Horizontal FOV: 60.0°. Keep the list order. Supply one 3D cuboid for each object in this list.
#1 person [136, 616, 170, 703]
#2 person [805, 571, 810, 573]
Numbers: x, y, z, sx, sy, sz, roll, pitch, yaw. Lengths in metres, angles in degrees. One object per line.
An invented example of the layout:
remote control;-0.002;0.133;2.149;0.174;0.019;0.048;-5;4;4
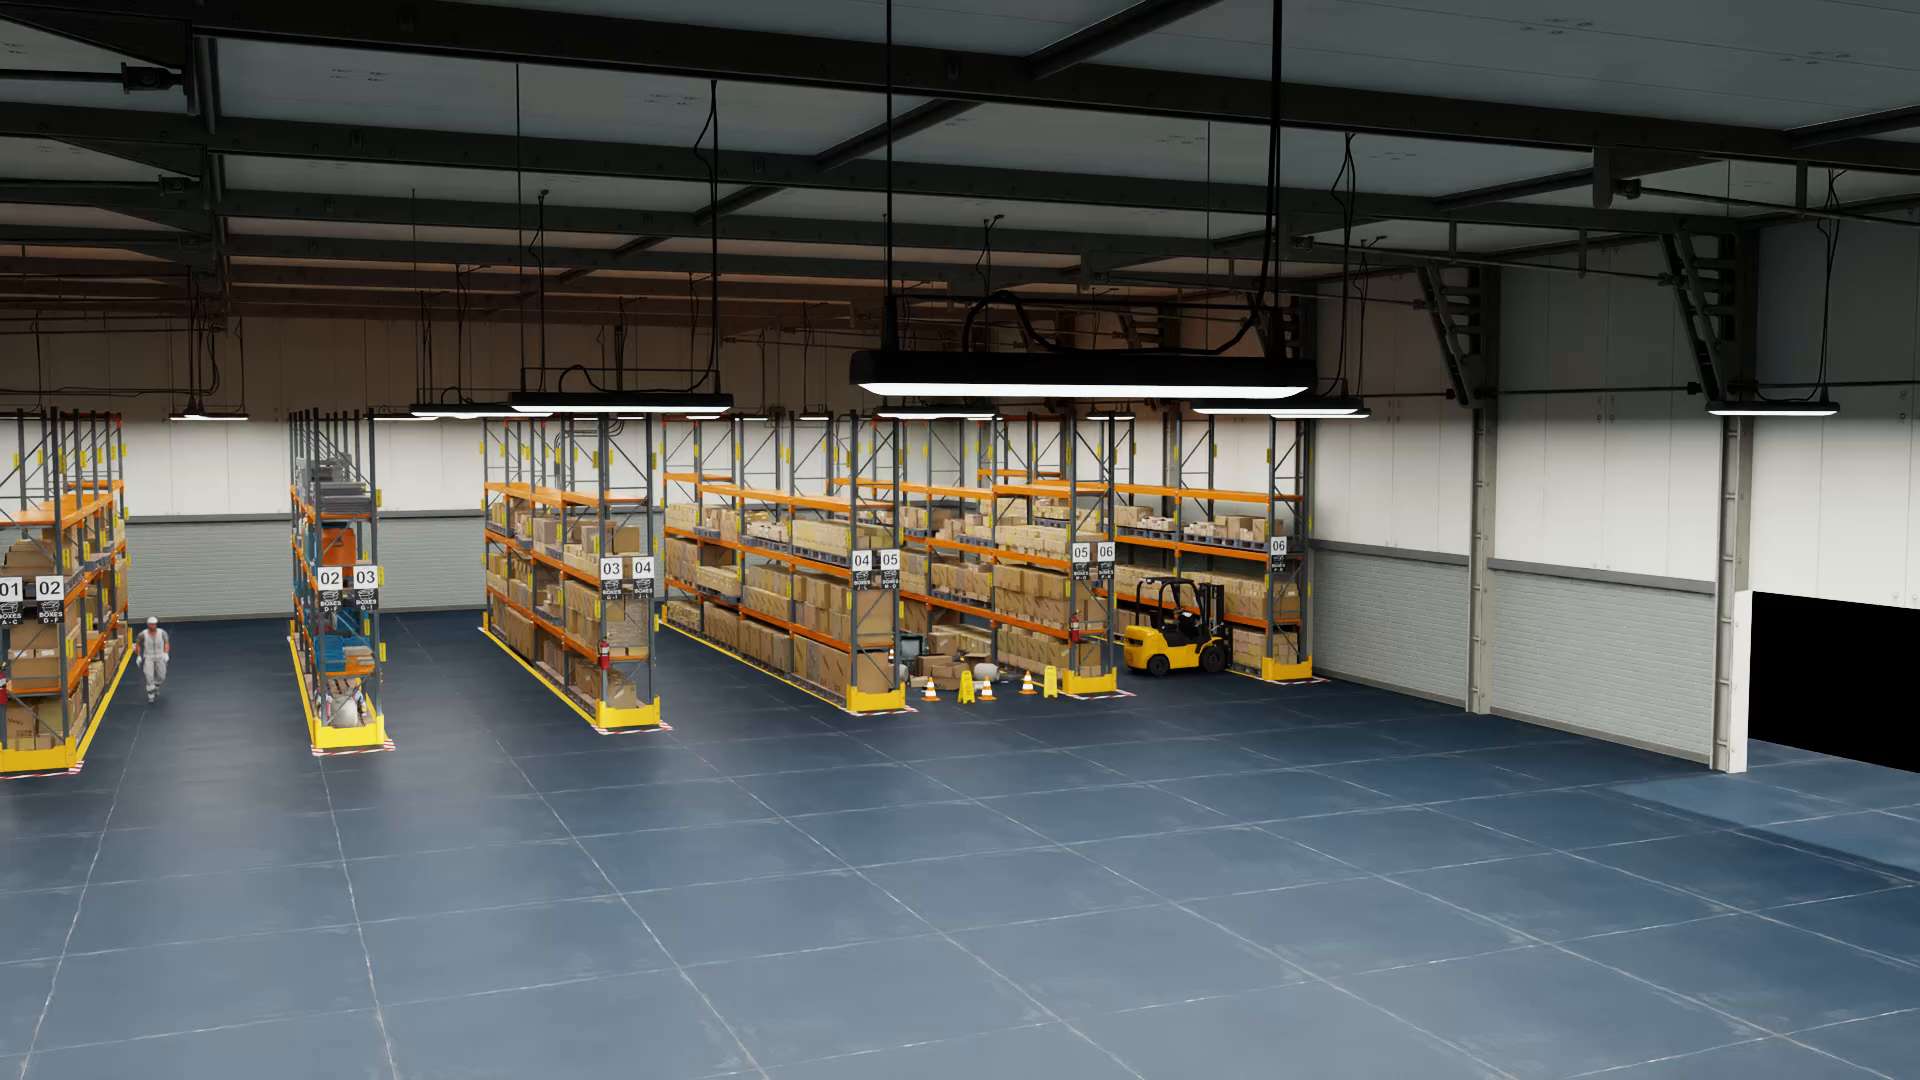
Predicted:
person;-16.650;2.440;34.270;0.638;1.783;0.640;-3;5;-41
person;-4.217;1.705;45.378;0.518;1.680;0.417;-2;4;-21
